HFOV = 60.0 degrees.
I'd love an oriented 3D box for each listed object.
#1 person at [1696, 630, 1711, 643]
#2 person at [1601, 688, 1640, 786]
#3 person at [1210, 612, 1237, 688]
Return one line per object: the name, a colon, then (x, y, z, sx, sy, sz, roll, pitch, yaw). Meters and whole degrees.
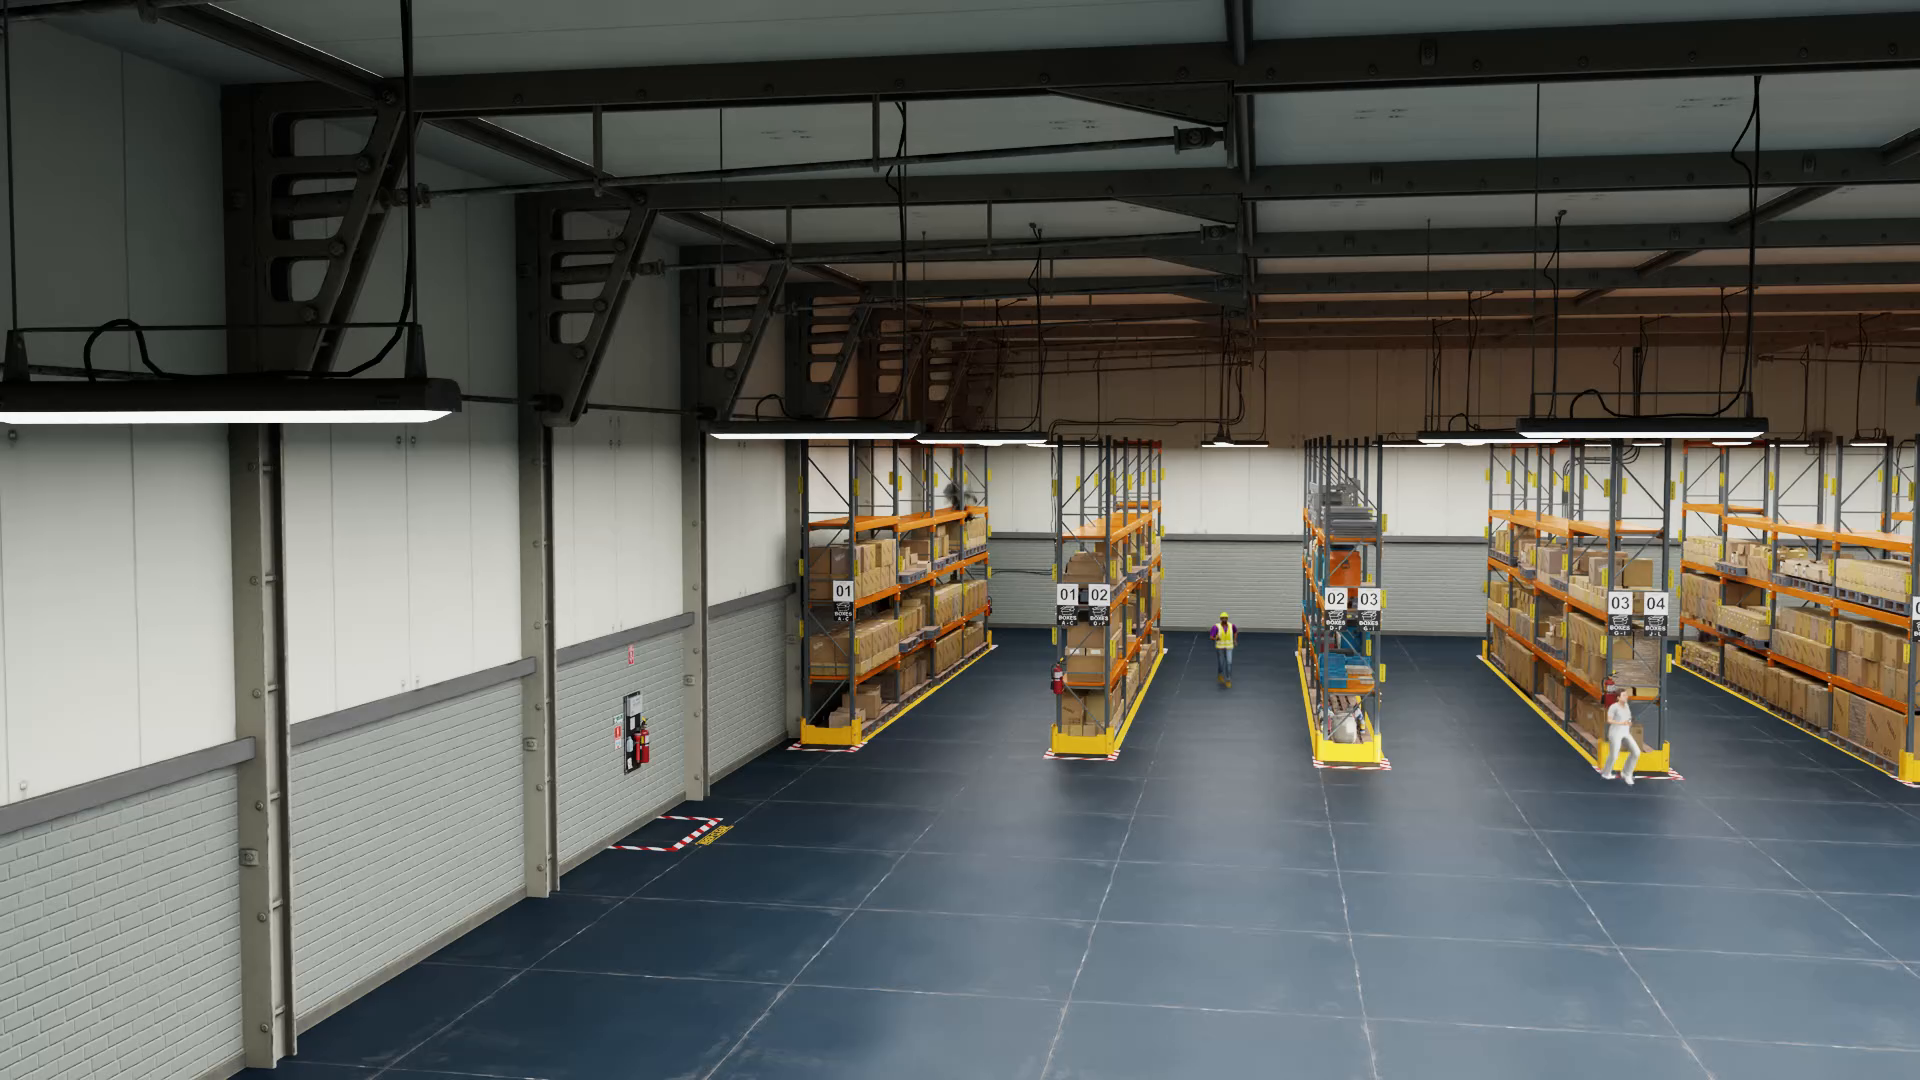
person: (20.403, 2.421, 45.344, 0.782, 1.694, 0.660, 0, 3, 7)
person: (11.276, 3.363, 28.454, 0.573, 1.639, 0.748, -1, 3, -21)
person: (6.408, 2.643, 40.350, 0.694, 1.788, 0.952, 0, 3, 2)
